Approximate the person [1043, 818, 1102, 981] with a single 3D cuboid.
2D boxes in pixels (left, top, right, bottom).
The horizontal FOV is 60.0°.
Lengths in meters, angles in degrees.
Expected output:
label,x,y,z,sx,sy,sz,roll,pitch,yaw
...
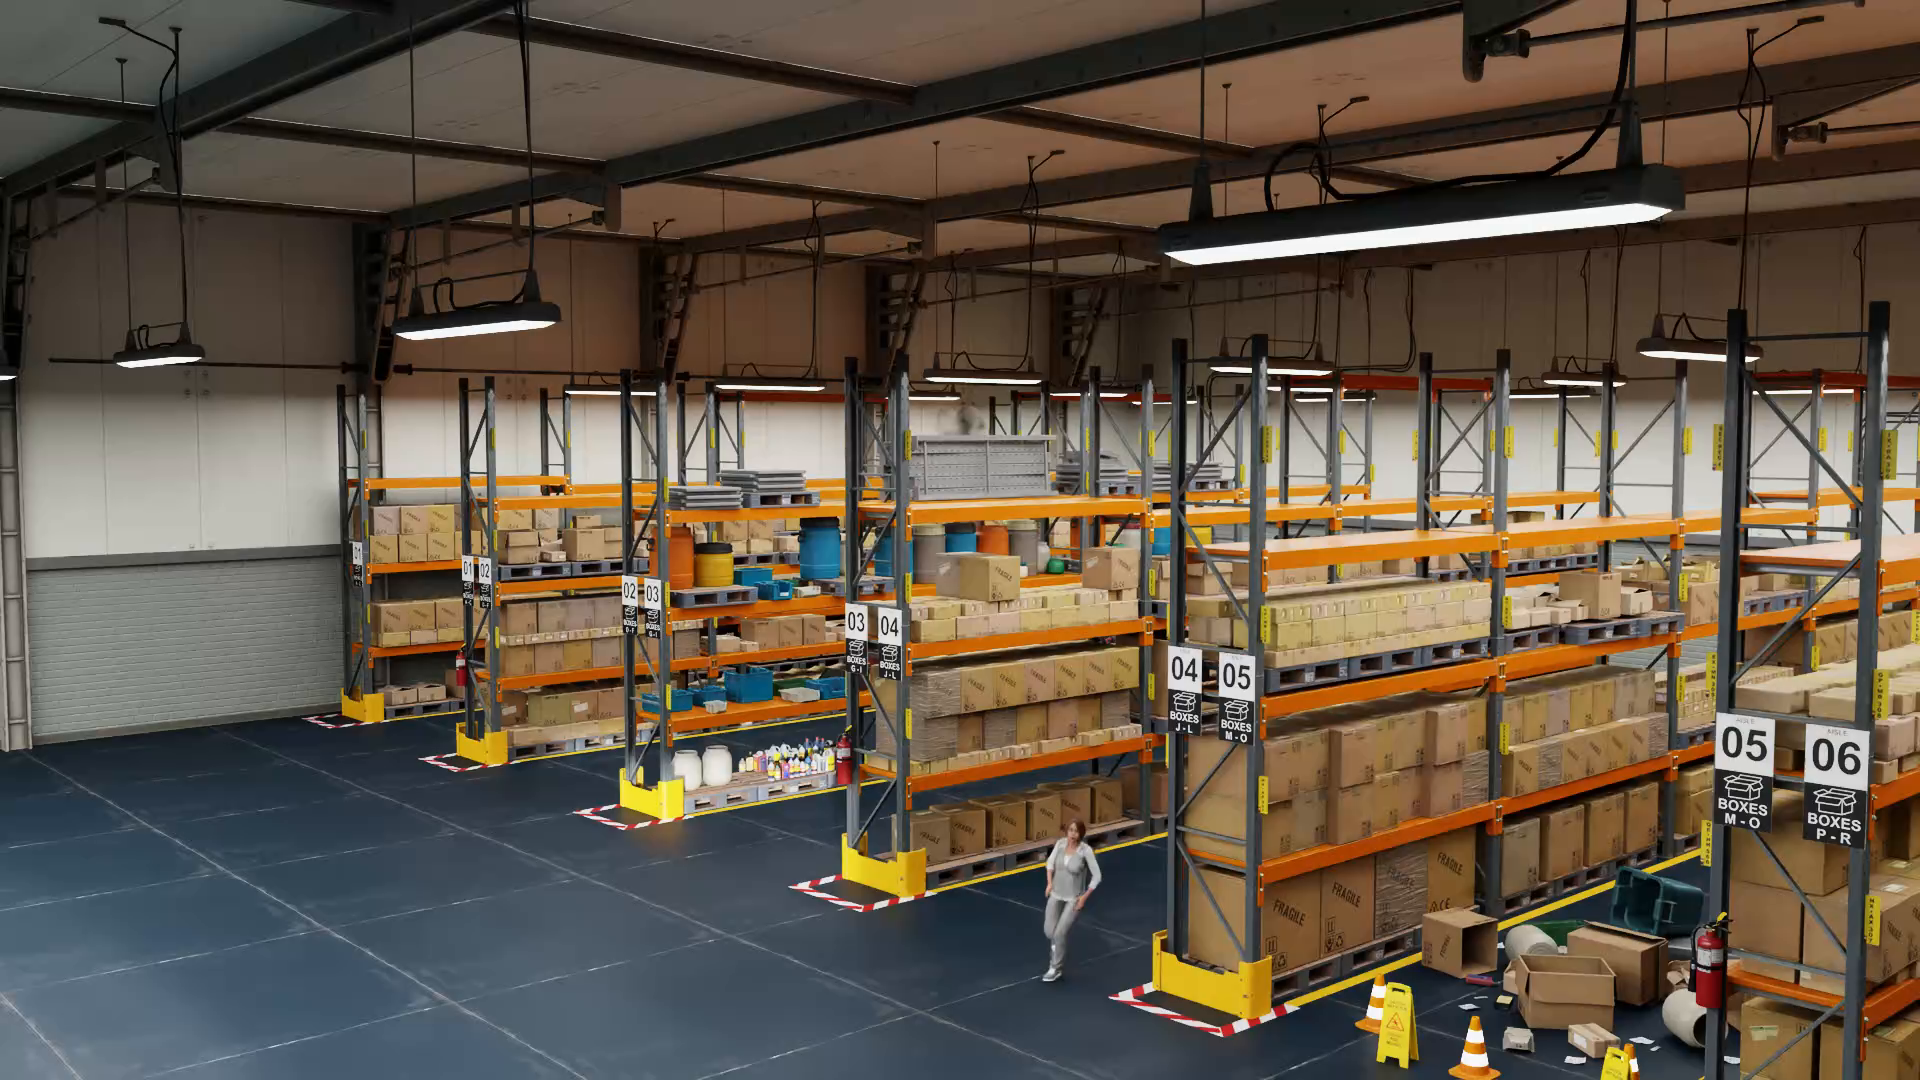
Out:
label,x,y,z,sx,sy,sz,roll,pitch,yaw
person,1.068,3.368,15.698,0.592,1.550,0.535,2,4,25
